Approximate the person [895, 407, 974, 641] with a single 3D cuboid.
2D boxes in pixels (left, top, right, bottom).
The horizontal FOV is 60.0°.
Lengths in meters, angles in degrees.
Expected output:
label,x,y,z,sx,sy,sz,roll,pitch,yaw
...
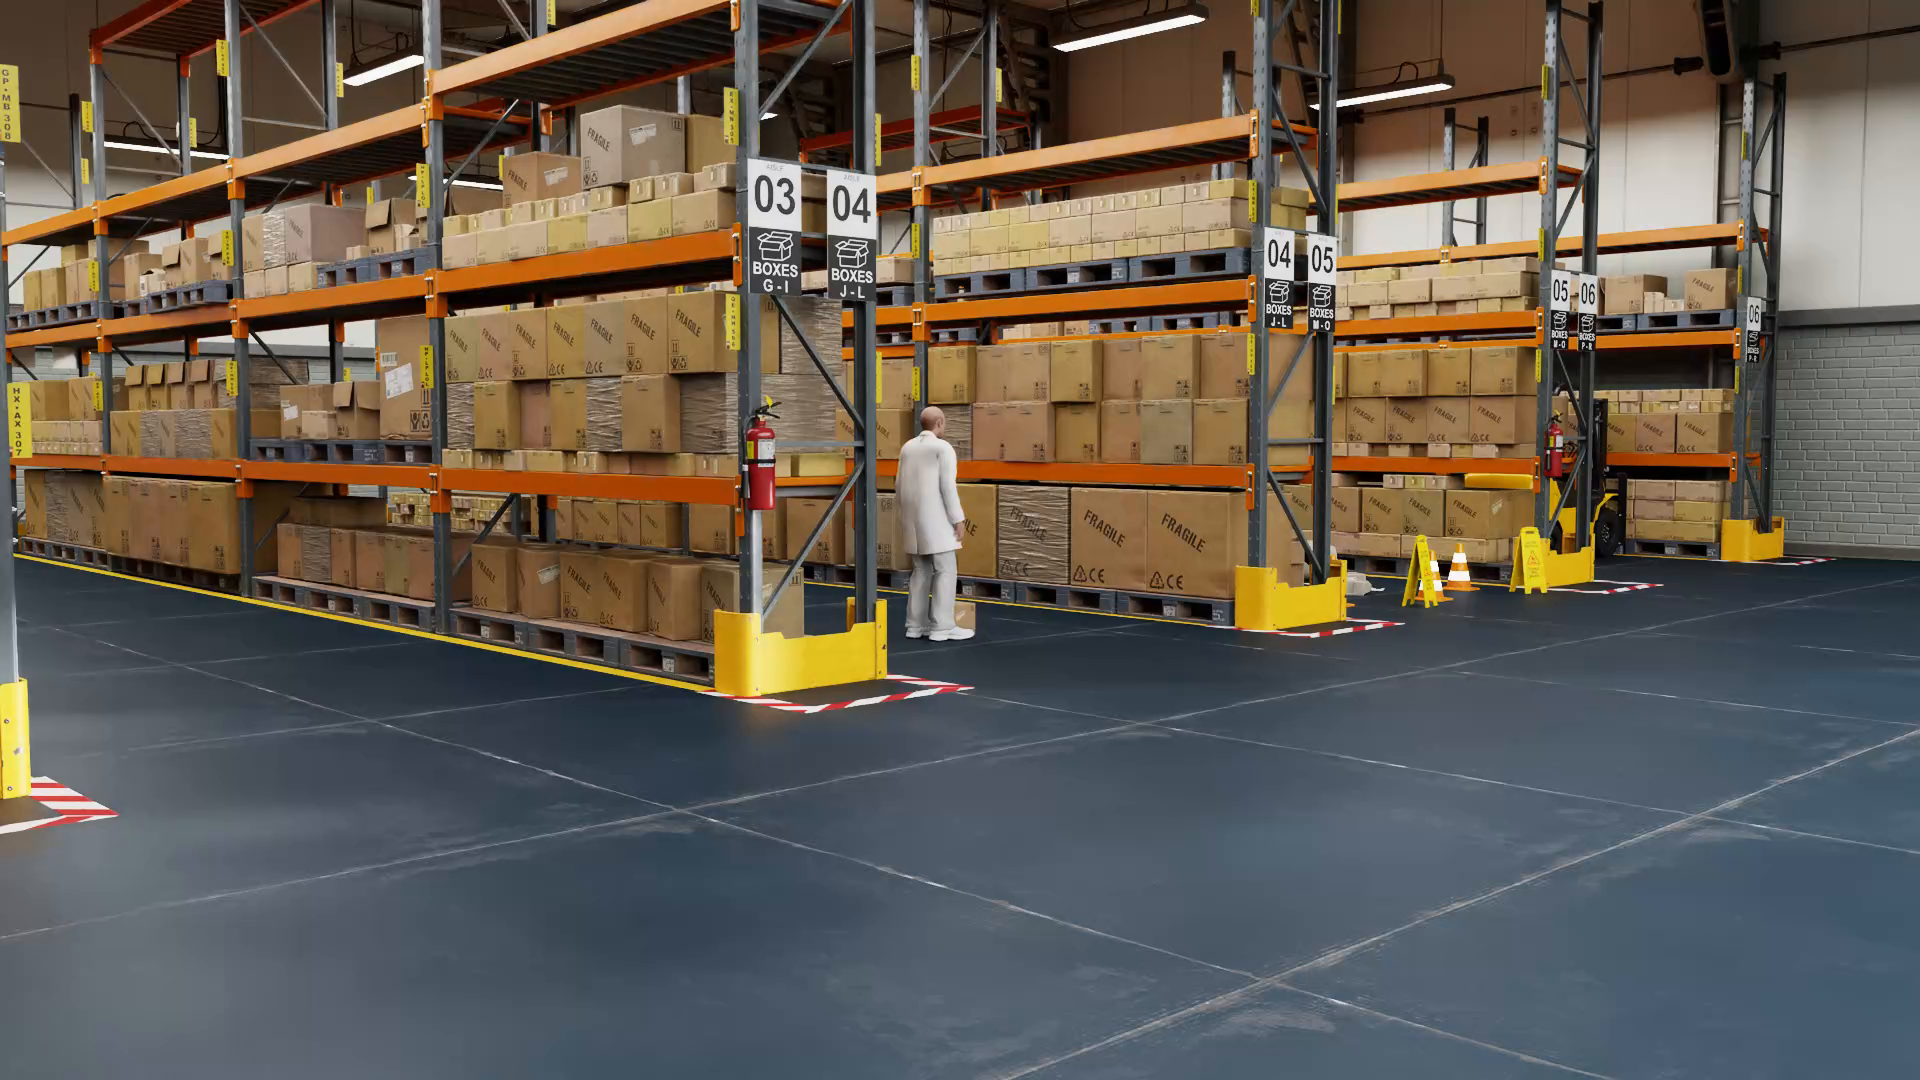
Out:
label,x,y,z,sx,sy,sz,roll,pitch,yaw
person,-0.228,-0.134,12.744,0.656,1.774,0.417,4,5,45
